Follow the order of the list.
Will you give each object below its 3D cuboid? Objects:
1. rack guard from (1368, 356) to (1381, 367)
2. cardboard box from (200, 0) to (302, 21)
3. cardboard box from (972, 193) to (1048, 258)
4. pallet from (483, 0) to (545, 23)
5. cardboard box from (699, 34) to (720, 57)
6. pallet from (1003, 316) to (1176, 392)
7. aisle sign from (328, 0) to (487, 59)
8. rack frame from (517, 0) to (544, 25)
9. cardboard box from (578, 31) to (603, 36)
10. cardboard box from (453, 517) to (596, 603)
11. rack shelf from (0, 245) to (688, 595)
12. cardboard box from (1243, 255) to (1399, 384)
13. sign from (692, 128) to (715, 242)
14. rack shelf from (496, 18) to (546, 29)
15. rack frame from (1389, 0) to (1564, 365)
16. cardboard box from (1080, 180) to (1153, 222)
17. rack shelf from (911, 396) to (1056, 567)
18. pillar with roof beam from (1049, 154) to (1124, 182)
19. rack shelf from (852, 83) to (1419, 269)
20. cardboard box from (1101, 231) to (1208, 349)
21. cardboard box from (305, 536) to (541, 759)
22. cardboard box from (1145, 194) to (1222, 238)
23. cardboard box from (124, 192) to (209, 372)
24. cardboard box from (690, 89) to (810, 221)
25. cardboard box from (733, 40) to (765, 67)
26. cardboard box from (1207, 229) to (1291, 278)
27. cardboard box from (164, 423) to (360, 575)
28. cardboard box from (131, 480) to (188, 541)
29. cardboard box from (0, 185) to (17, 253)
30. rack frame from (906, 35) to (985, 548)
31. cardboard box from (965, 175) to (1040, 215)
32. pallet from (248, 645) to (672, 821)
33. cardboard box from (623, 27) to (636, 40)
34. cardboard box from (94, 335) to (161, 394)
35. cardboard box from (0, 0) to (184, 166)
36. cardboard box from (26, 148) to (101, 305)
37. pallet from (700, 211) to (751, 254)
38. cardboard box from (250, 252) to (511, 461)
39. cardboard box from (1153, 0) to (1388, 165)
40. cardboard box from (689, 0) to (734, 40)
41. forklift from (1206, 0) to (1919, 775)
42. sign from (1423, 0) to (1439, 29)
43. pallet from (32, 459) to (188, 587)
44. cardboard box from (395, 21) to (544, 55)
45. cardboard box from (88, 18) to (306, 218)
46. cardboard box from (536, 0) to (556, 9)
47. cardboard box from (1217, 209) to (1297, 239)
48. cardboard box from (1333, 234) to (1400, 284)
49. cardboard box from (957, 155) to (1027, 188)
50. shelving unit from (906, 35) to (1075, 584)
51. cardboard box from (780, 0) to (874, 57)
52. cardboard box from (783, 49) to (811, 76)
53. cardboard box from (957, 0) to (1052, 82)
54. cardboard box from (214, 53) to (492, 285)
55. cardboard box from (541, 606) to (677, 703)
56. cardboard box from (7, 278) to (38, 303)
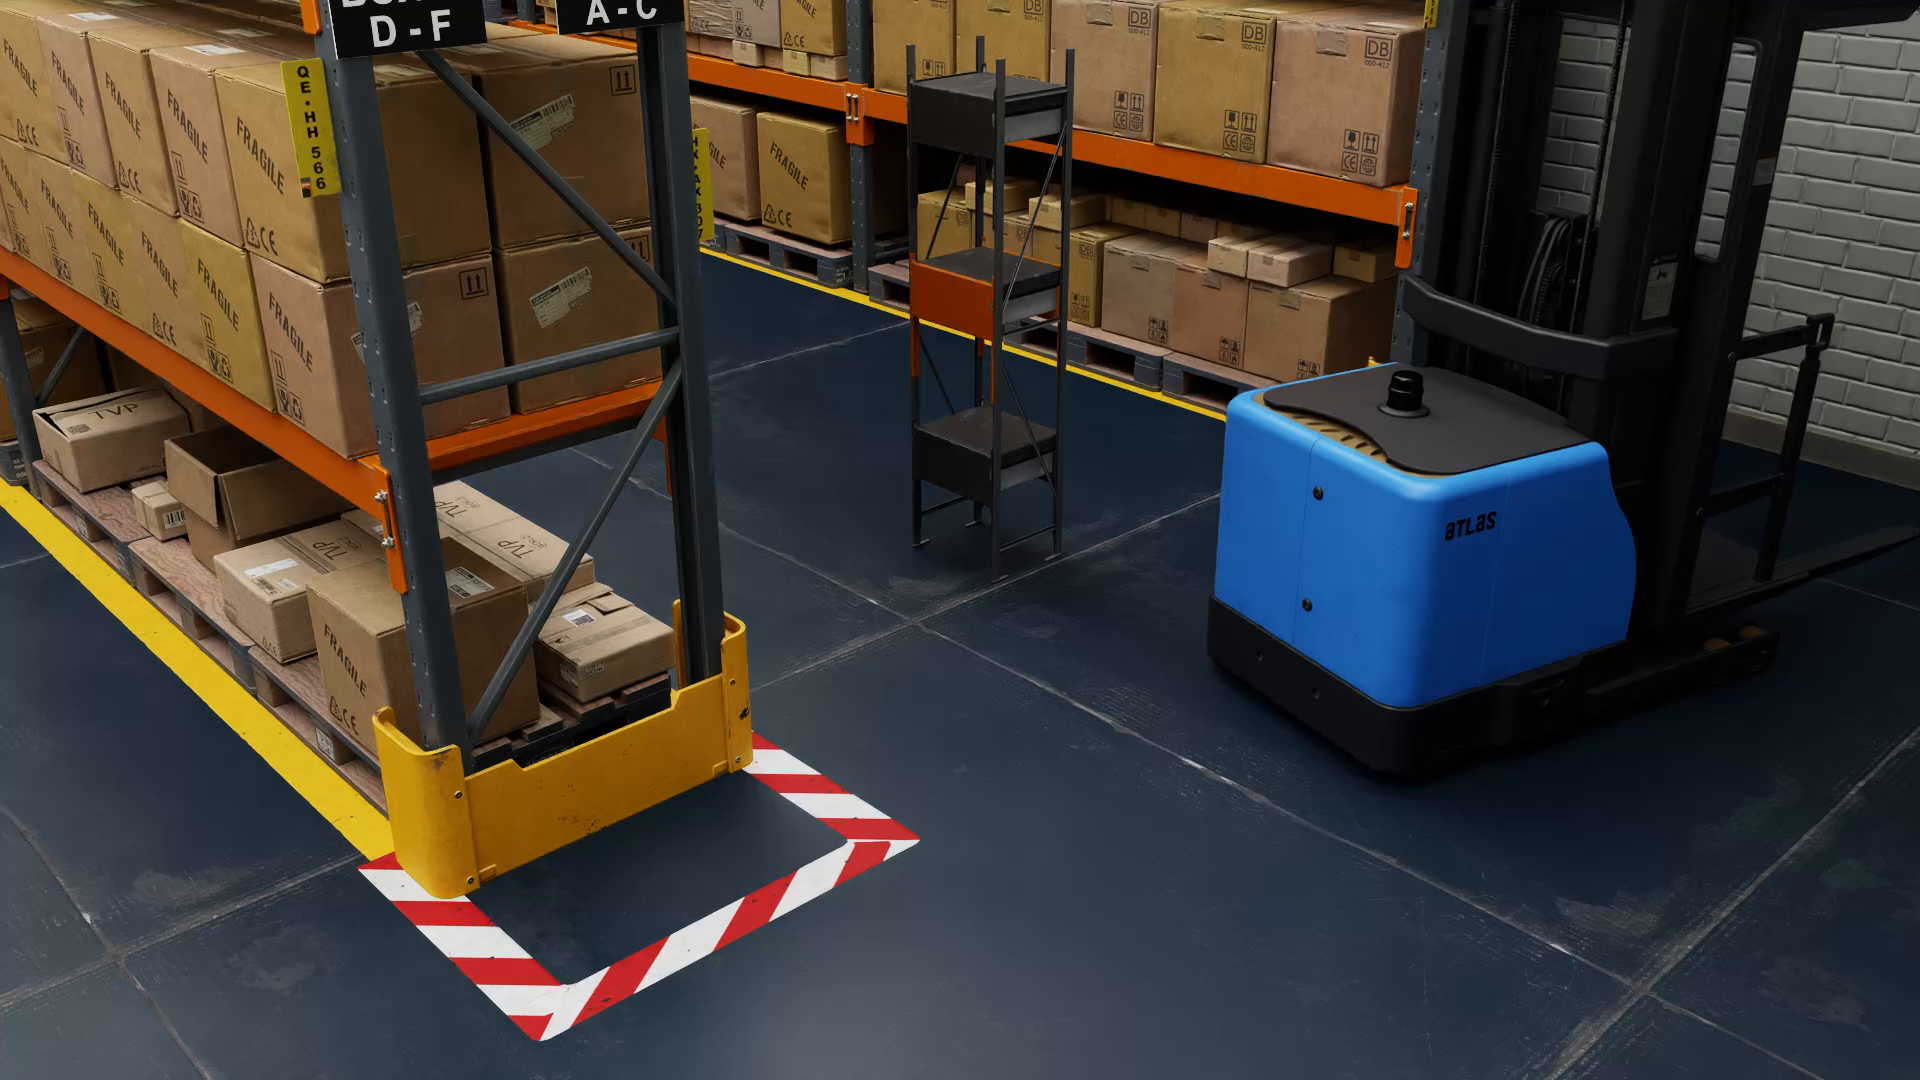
[{"bbox_3d":[2.466,-0.747,8.285,1.175,0.500,0.348,-21,32,-38],"label":"rack guard"},{"bbox_3d":[-2.324,-1.657,5.944,0.500,0.500,0.500,-22,32,-39],"label":"cardboard box"},{"bbox_3d":[0.493,-1.748,9.974,0.700,0.500,0.500,-22,32,-39],"label":"cardboard box"},{"bbox_3d":[-3.584,-4.414,13.542,1.213,0.211,1.003,-21,32,-38],"label":"pallet"},{"bbox_3d":[-1.559,-3.418,11.406,0.380,0.149,0.250,-22,33,-40],"label":"cardboard box"},{"bbox_3d":[1.016,-1.212,9.653,1.003,0.211,1.213,-21,32,-38],"label":"pallet"},{"bbox_3d":[-1.341,-1.560,3.924,0.394,0.787,0.004,-21,32,-38],"label":"aisle sign"},{"bbox_3d":[-3.019,-4.315,13.095,1.000,3.000,0.127,-21,32,-38],"label":"rack frame"},{"bbox_3d":[-2.677,-3.861,12.378,0.380,0.149,0.250,-20,31,-37],"label":"cardboard box"},{"bbox_3d":[-1.670,0.169,6.048,0.500,0.250,0.500,-21,32,-38],"label":"cardboard box"},{"bbox_3d":[-2.531,-0.764,6.177,1.077,0.370,4.000,-21,32,-38],"label":"rack shelf"},{"bbox_3d":[1.898,-1.129,8.616,0.700,0.500,0.500,-21,32,-38],"label":"cardboard box"},{"bbox_3d":[-0.768,-1.033,4.857,0.100,0.325,0.005,-21,32,-38],"label":"sign"},{"bbox_3d":[-4.386,-4.594,14.572,1.077,0.370,4.000,-21,32,-38],"label":"rack shelf"},{"bbox_3d":[2.449,-1.891,7.782,1.000,3.000,0.127,-21,32,-38],"label":"rack frame"},{"bbox_3d":[0.912,-1.981,9.703,0.380,0.149,0.250,-21,32,-38],"label":"cardboard box"},{"bbox_3d":[0.113,-0.256,7.000,0.431,0.518,0.480,-21,32,-38],"label":"rack shelf"},{"bbox_3d":[-2.317,-4.645,6.589,9.100,9.000,0.400,-21,32,-38],"label":"pillar with roof beam"},{"bbox_3d":[1.082,-2.170,9.260,1.077,0.370,4.000,-21,32,-38],"label":"rack shelf"},{"bbox_3d":[1.212,-1.433,9.282,0.500,0.500,0.700,23,33,40],"label":"cardboard box"},{"bbox_3d":[-1.716,0.357,5.335,0.500,0.500,0.500,-21,32,-38],"label":"cardboard box"},{"bbox_3d":[1.261,-1.826,9.364,0.380,0.149,0.250,-21,32,-38],"label":"cardboard box"},{"bbox_3d":[-2.363,-0.898,5.484,0.500,0.500,0.500,-21,32,-38],"label":"cardboard box"},{"bbox_3d":[-1.434,-2.745,11.737,0.750,0.750,0.750,-20,31,-37],"label":"cardboard box"},{"bbox_3d":[-1.280,-3.245,11.027,0.380,0.149,0.250,-21,32,-38],"label":"cardboard box"},{"bbox_3d":[1.502,-1.488,8.623,0.380,0.149,0.250,-20,31,-37],"label":"cardboard box"},{"bbox_3d":[-2.610,-0.194,6.538,0.797,0.503,0.637,-21,32,-38],"label":"cardboard box"},{"bbox_3d":[-3.171,-0.160,6.871,0.380,0.166,0.250,-21,32,-38],"label":"cardboard box"},{"bbox_3d":[-3.749,-1.511,6.827,0.500,0.500,0.500,-20,31,-37],"label":"cardboard box"},{"bbox_3d":[-0.054,-0.979,6.866,0.400,2.100,0.015,-21,32,-38],"label":"rack frame"},{"bbox_3d":[0.252,-2.041,9.834,0.380,0.149,0.250,-20,31,-37],"label":"cardboard box"},{"bbox_3d":[-1.762,0.520,5.857,1.003,0.211,1.213,-21,32,-38],"label":"pallet"},{"bbox_3d":[-2.231,-3.744,12.121,0.380,0.149,0.250,-20,31,-37],"label":"cardboard box"},{"bbox_3d":[-4.051,-0.975,8.256,0.500,0.500,0.500,22,33,39],"label":"cardboard box"},{"bbox_3d":[-3.077,-1.663,5.955,0.500,0.500,0.500,-22,33,-40],"label":"cardboard box"},{"bbox_3d":[-3.056,-1.204,6.155,0.500,0.500,0.500,-21,32,-39],"label":"cardboard box"},{"bbox_3d":[-1.705,-2.417,12.293,1.003,0.211,1.213,-21,32,-38],"label":"pallet"},{"bbox_3d":[-1.669,-0.589,4.807,0.500,0.500,0.500,-20,31,-37],"label":"cardboard box"},{"bbox_3d":[1.588,-2.397,8.528,0.980,0.700,0.700,-22,32,-39],"label":"cardboard box"},{"bbox_3d":[-1.477,-3.668,11.173,0.500,0.500,0.500,-21,32,-38],"label":"cardboard box"},{"bbox_3d":[2.454,-0.985,5.877,3.031,2.935,1.130,-13,28,-26],"label":"forklift"},{"bbox_3d":[2.044,-2.376,7.164,0.100,0.325,0.005,-21,32,-38],"label":"sign"},{"bbox_3d":[-3.429,-0.220,7.478,1.003,0.211,1.213,-21,32,-38],"label":"pallet"},{"bbox_3d":[-1.638,-1.351,5.272,0.500,0.500,0.500,-21,32,-38],"label":"cardboard box"},{"bbox_3d":[-2.373,-1.351,5.272,0.500,0.500,0.500,-20,31,-37],"label":"cardboard box"},{"bbox_3d":[-2.873,-4.285,12.526,0.500,0.500,0.500,-20,31,-37],"label":"cardboard box"},{"bbox_3d":[1.612,-1.672,9.025,0.380,0.149,0.250,-21,32,-38],"label":"cardboard box"},{"bbox_3d":[2.129,-1.443,8.523,0.380,0.149,0.250,-21,32,-38],"label":"cardboard box"},{"bbox_3d":[0.197,-2.297,10.395,0.380,0.149,0.250,-21,32,-39],"label":"cardboard box"},{"bbox_3d":[0.113,-0.905,6.704,0.431,2.100,0.503,-21,32,-38],"label":"shelving unit"},{"bbox_3d":[-0.784,-3.362,10.502,0.500,0.500,0.500,-22,32,-39],"label":"cardboard box"},{"bbox_3d":[-0.912,-3.090,10.688,0.380,0.149,0.250,-21,32,-38],"label":"cardboard box"},{"bbox_3d":[0.569,-2.848,9.518,0.980,0.700,0.700,-22,33,-40],"label":"cardboard box"},{"bbox_3d":[-1.669,-1.042,4.595,0.500,0.500,0.500,-22,32,-39],"label":"cardboard box"},{"bbox_3d":[-1.199,0.388,5.691,0.380,0.149,0.250,-21,32,-38],"label":"cardboard box"},{"bbox_3d":[-4.776,-0.980,8.266,0.500,0.500,0.500,-21,32,-38],"label":"cardboard box"}]
